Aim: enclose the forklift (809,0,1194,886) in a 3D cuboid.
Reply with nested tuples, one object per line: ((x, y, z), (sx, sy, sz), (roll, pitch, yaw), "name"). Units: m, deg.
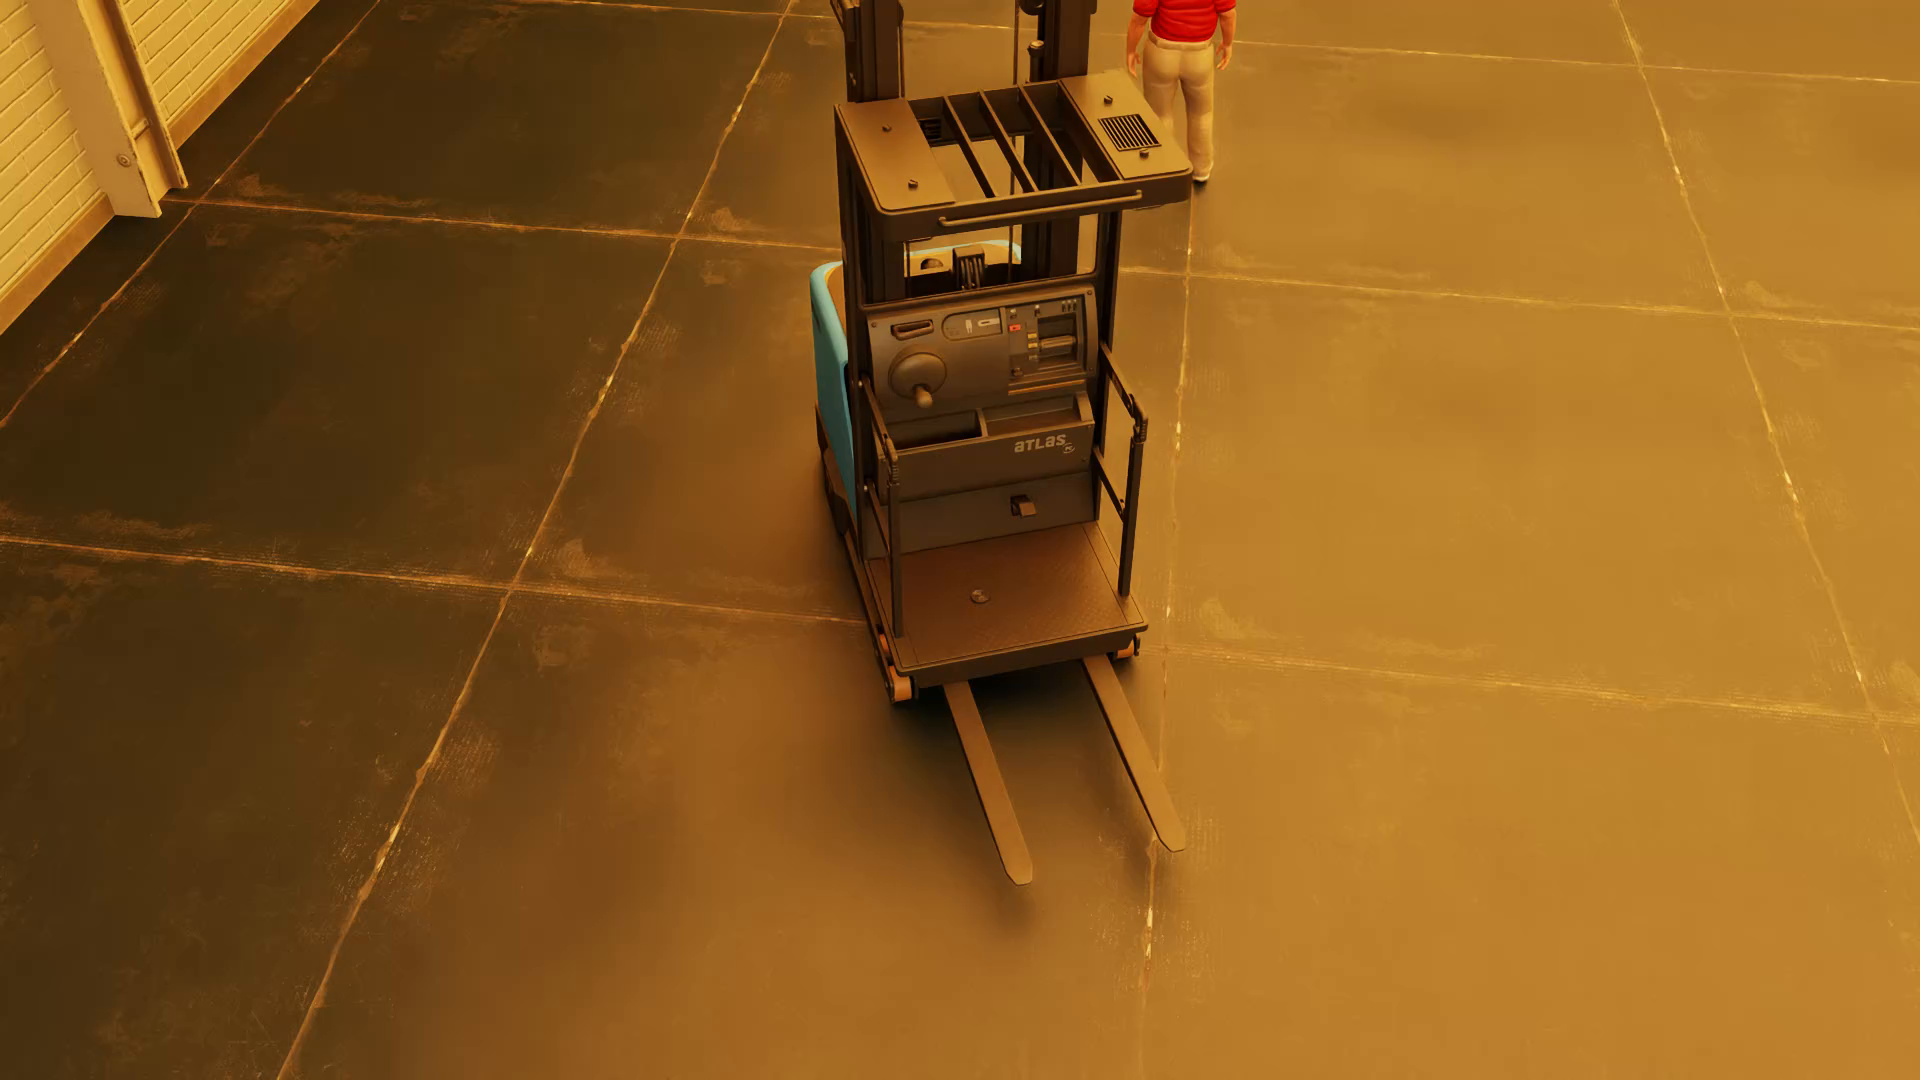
((0.153, -0.681, 6.465), (1.130, 2.935, 3.031), (-10, 44, -11), "forklift")

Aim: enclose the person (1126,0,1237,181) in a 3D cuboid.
((1.274, -2.874, 9.733), (0.632, 1.729, 0.545), (0, 43, 0), "person")
